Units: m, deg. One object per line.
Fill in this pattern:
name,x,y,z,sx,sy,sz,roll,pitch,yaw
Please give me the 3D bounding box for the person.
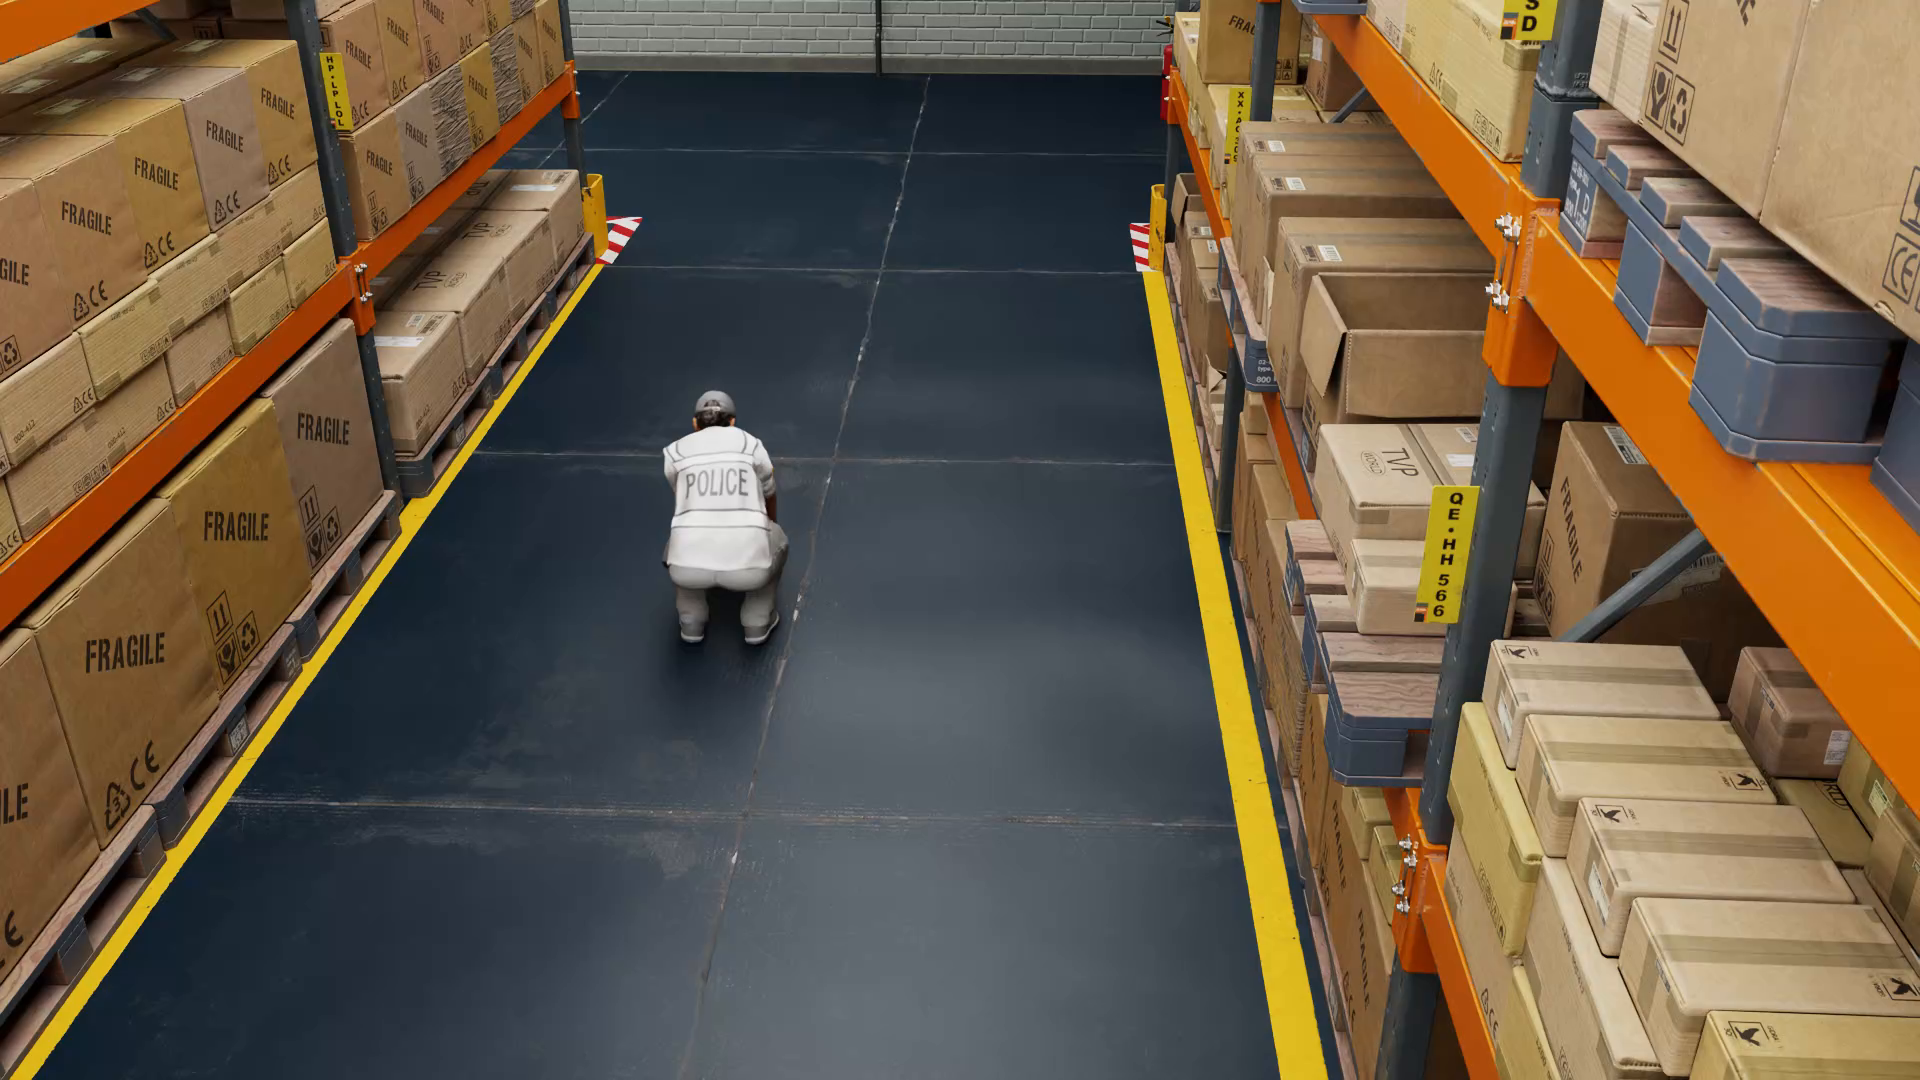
person,-1.003,-0.095,7.076,0.517,0.948,0.849,0,28,1
